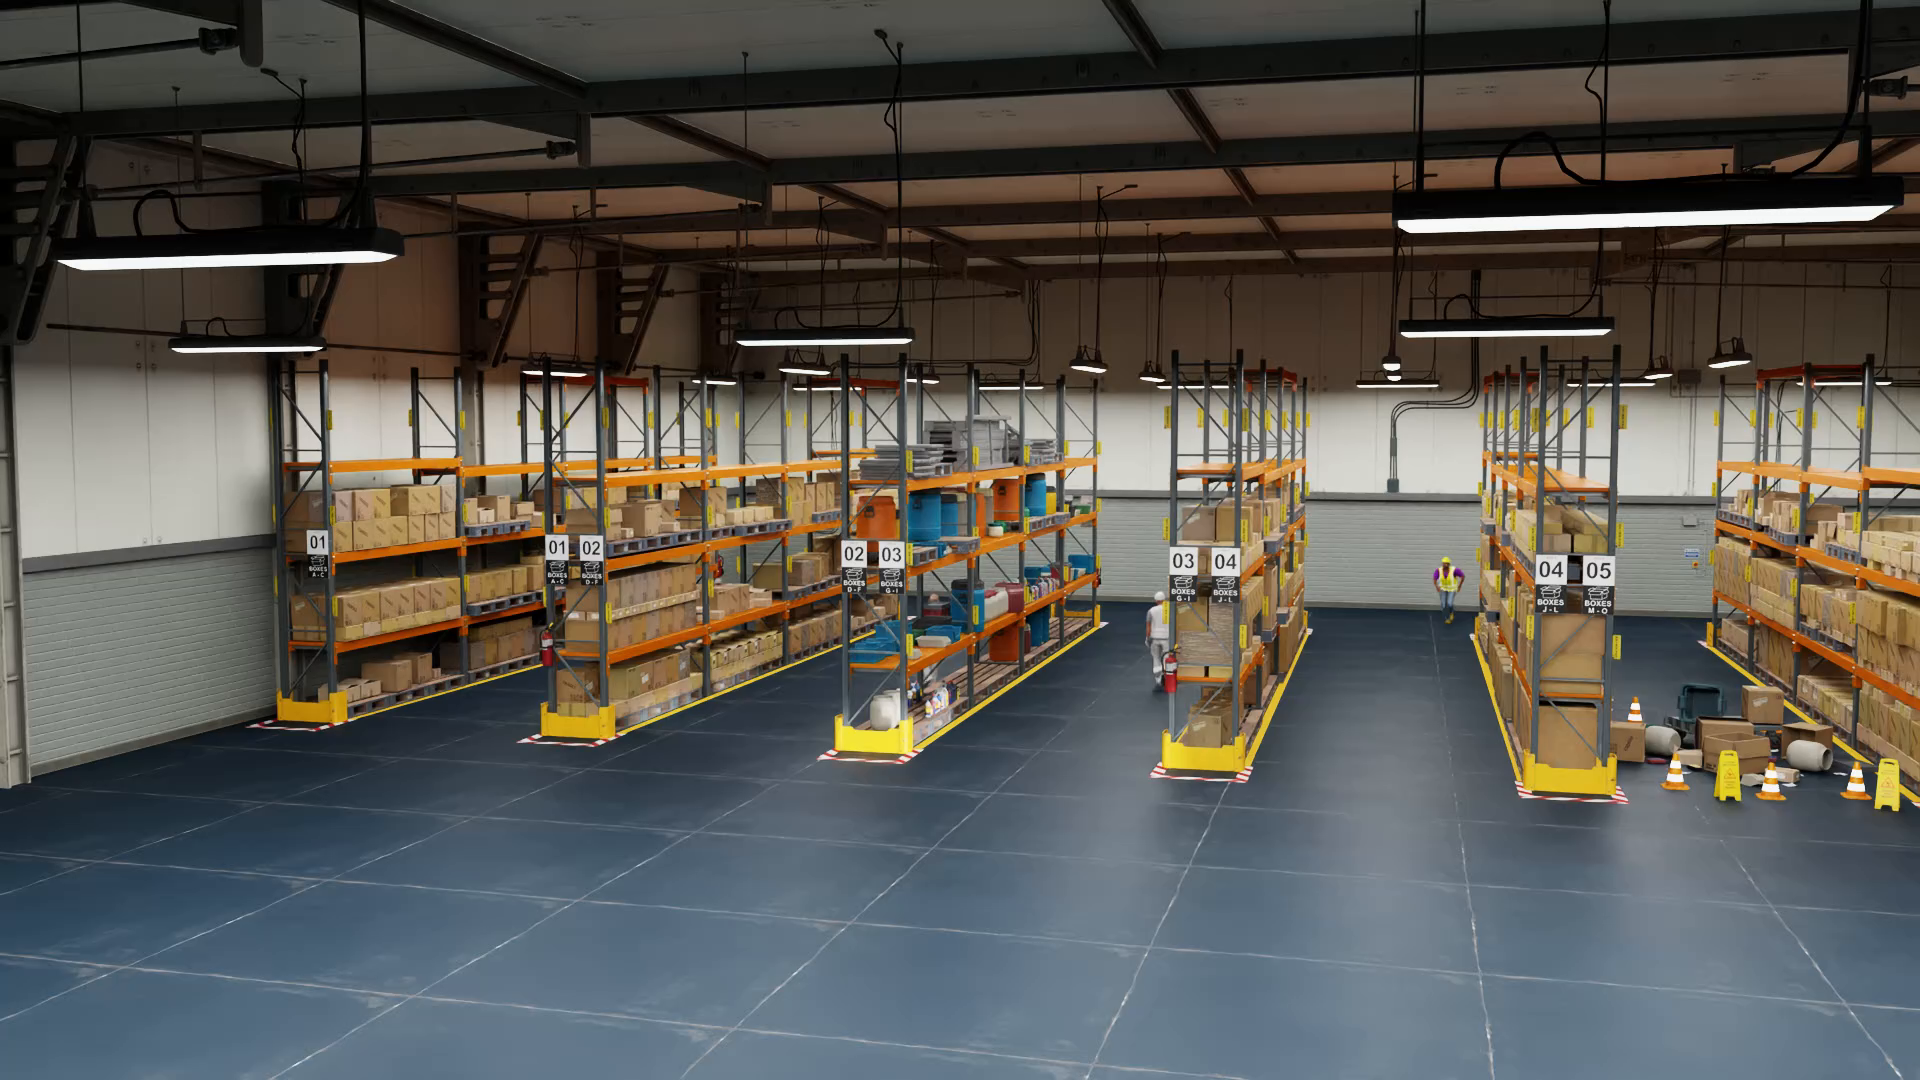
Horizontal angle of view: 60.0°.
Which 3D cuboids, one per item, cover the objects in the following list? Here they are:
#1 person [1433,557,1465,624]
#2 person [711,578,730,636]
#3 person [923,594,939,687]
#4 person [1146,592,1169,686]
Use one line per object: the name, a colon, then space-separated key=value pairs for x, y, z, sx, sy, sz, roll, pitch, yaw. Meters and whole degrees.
person: x=11.988 y=1.238 z=40.802 sx=0.744 sy=1.663 sz=0.707 roll=2 pitch=5 yaw=27
person: x=-5.171 y=1.618 z=35.685 sx=0.562 sy=1.605 sz=1.008 roll=1 pitch=4 yaw=13
person: x=-0.526 y=1.889 z=30.840 sx=0.618 sy=1.775 sz=0.558 roll=0 pitch=4 yaw=-6
person: x=3.780 y=1.867 z=31.292 sx=0.573 sy=1.787 sz=0.551 roll=1 pitch=4 yaw=14
